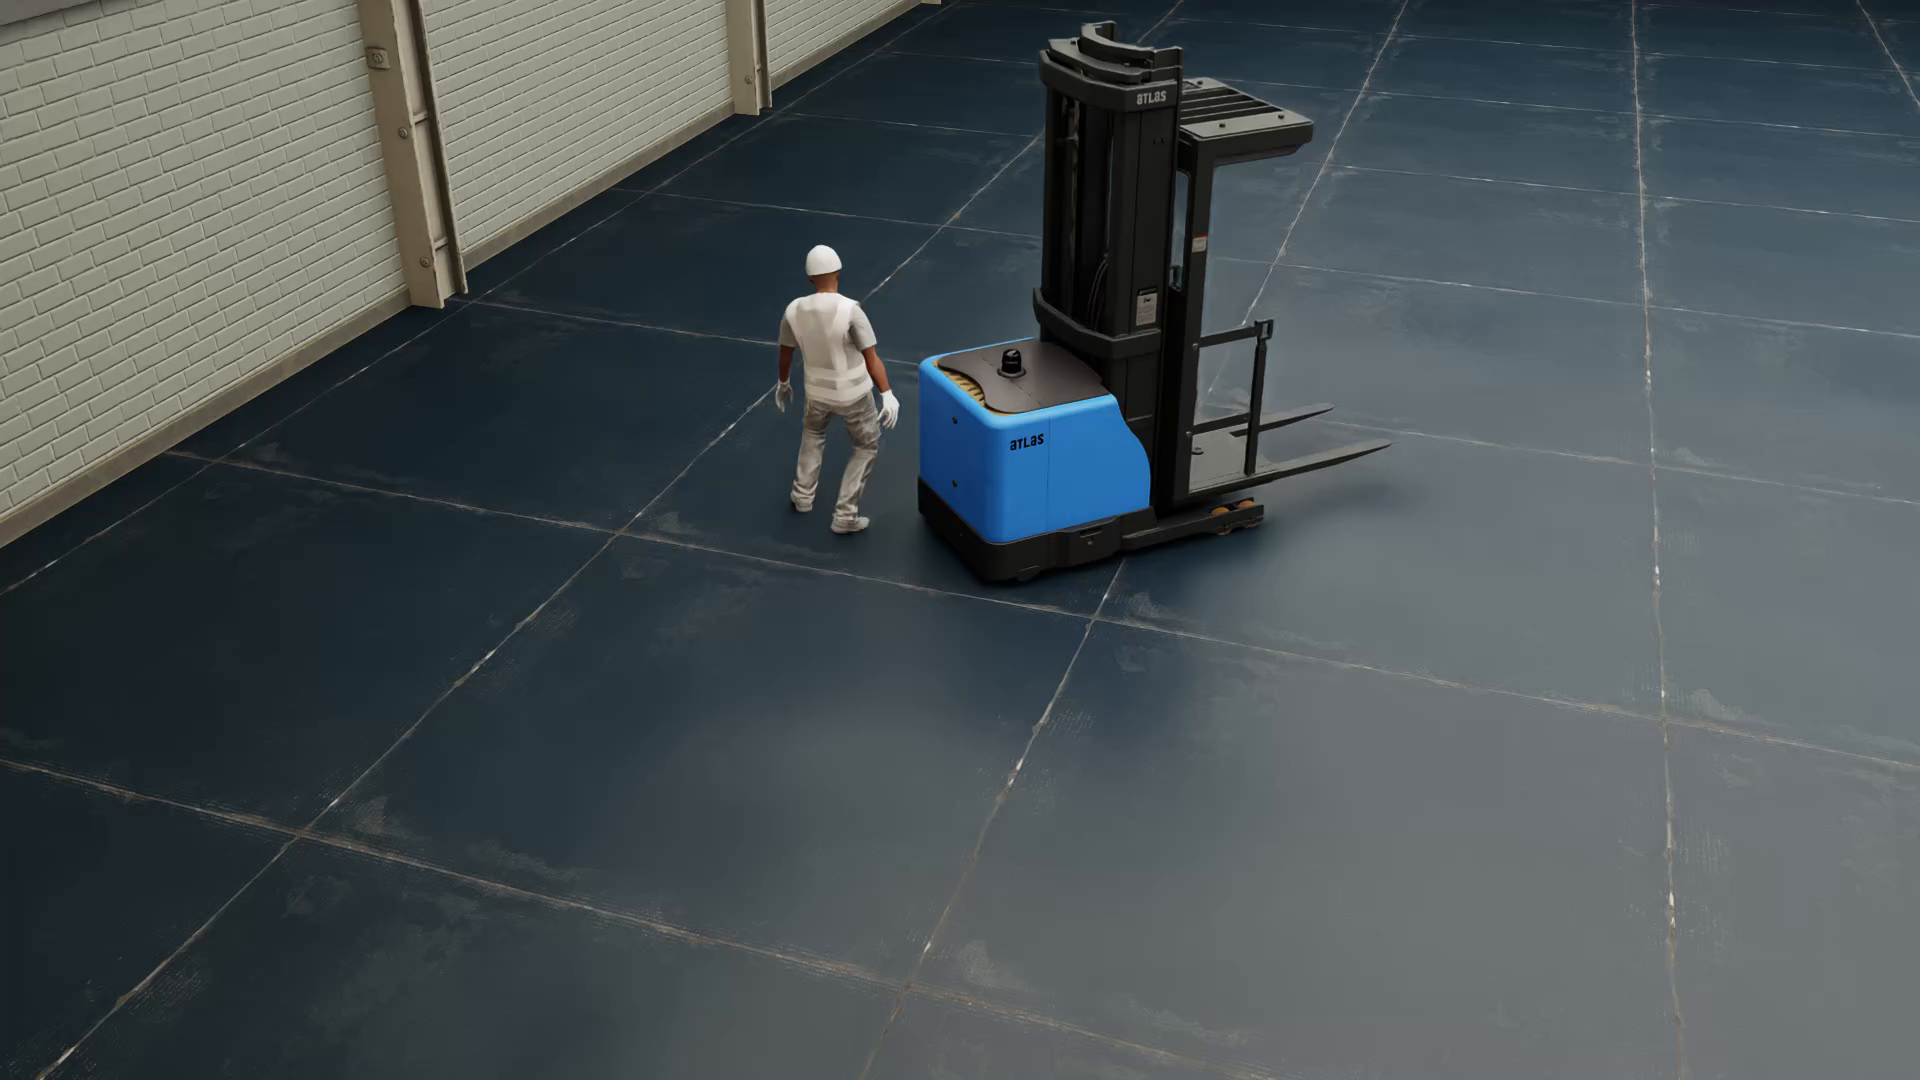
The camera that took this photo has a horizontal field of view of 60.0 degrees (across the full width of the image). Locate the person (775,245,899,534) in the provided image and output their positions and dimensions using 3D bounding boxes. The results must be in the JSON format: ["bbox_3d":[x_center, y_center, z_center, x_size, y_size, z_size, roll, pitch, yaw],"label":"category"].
[{"bbox_3d":[-0.731,-0.874,9.939,0.891,1.730,0.499,17,34,27],"label":"person"}]

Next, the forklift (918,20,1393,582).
[{"bbox_3d":[1.296,-1.524,9.811,3.031,2.935,1.130,-14,32,-23],"label":"forklift"}]
